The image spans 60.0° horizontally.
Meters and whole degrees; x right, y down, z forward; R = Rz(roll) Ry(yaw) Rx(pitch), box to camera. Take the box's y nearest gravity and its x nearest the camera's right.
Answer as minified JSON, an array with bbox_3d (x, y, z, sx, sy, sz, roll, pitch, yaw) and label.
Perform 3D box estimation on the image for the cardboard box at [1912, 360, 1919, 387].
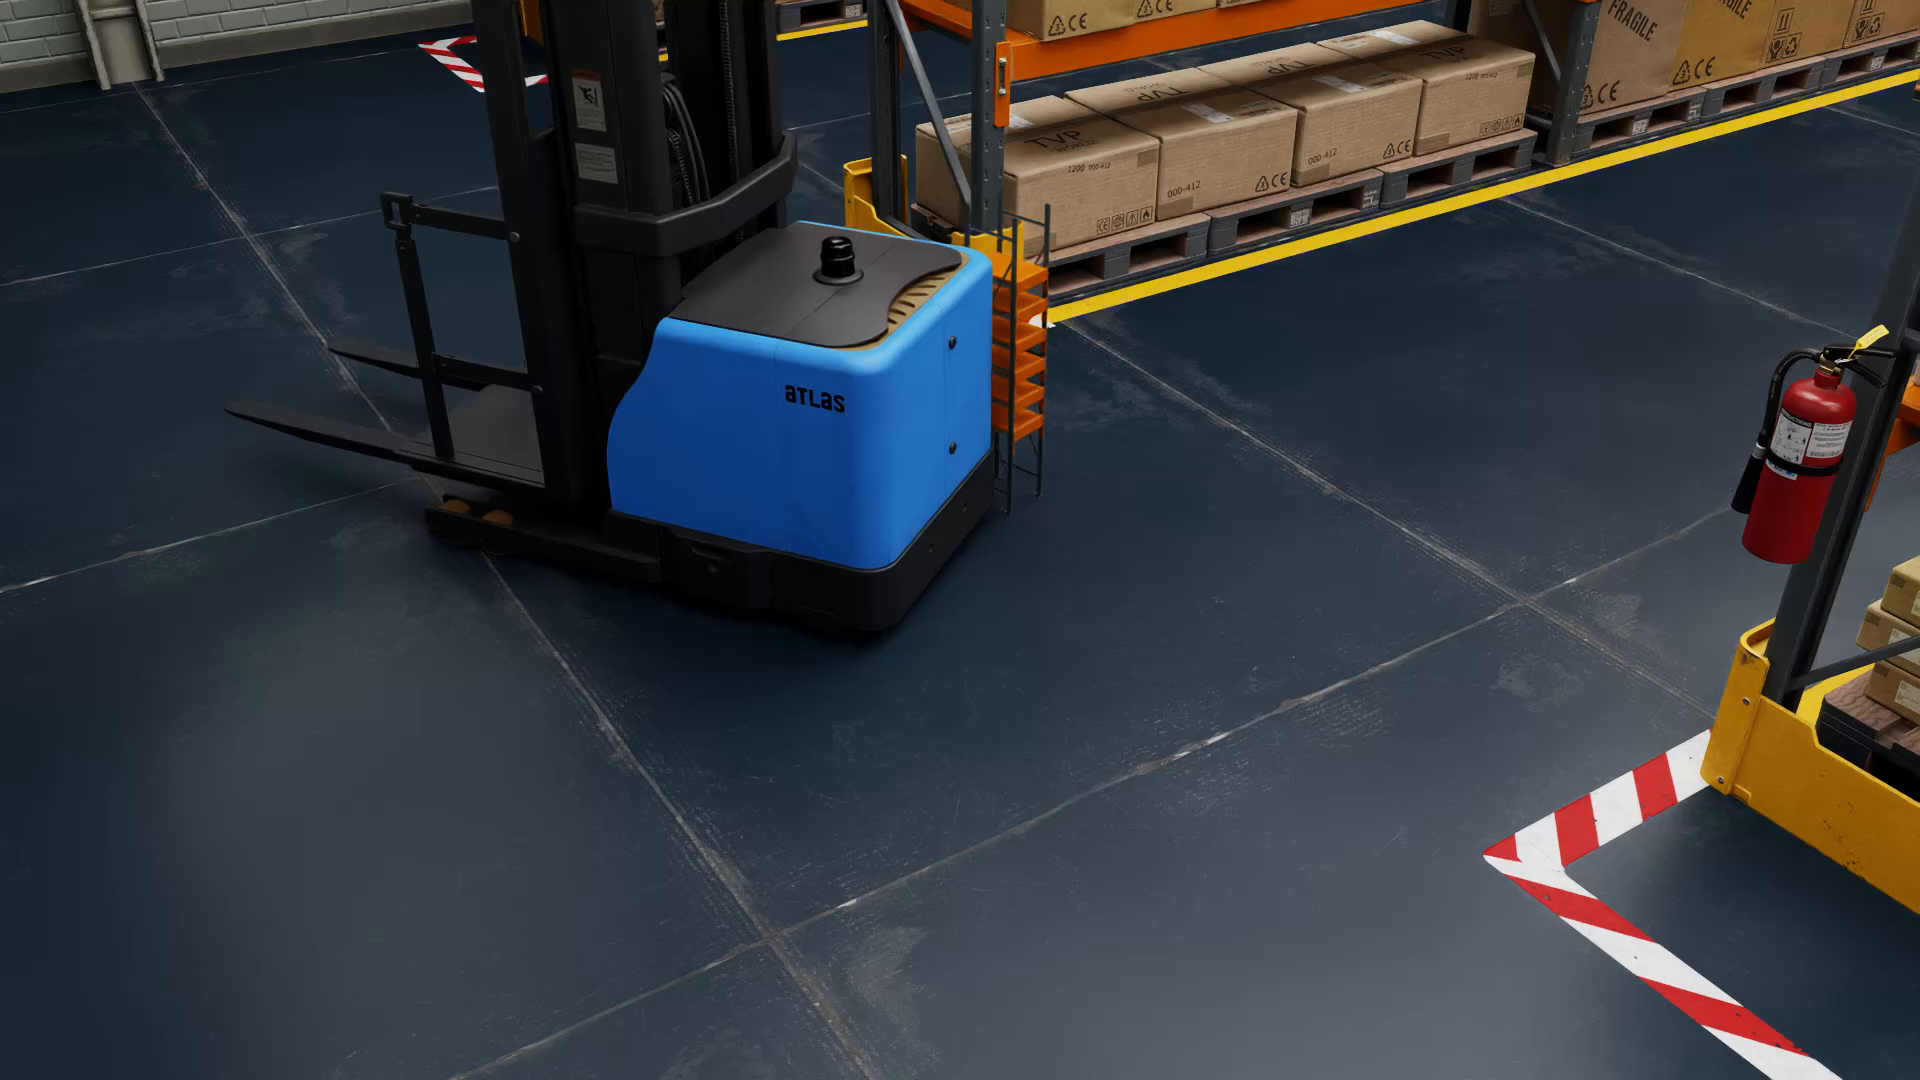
[{"bbox_3d":[2.766,-0.433,4.361,0.250,0.149,0.380,-19,37,-27],"label":"cardboard box"}]

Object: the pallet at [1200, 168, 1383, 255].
[{"bbox_3d":[1.532,-1.946,9.137,1.213,0.211,1.003,-19,37,-27],"label":"pallet"}]

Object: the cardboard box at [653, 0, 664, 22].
[{"bbox_3d":[-2.249,-3.990,11.710,0.637,0.503,0.797,-21,38,-29],"label":"cardboard box"}]

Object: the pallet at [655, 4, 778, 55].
[{"bbox_3d":[-2.081,-3.807,12.088,1.213,0.211,1.003,-19,37,-27],"label":"pallet"}]

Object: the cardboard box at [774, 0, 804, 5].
[{"bbox_3d":[-1.509,-4.218,12.075,0.500,0.500,0.700,-17,36,-25],"label":"cardboard box"}]

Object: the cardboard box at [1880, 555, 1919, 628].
[{"bbox_3d":[2.953,0.191,4.856,0.250,0.149,0.380,-19,37,-27],"label":"cardboard box"}]

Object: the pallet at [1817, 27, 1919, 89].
[{"bbox_3d":[5.899,-3.448,11.518,1.213,0.211,1.003,-19,37,-27],"label":"pallet"}]

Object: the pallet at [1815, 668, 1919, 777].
[{"bbox_3d":[3.411,0.620,5.069,1.213,0.211,1.003,-19,37,-27],"label":"pallet"}]

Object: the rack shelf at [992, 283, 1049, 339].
[{"bbox_3d":[0.168,-0.848,6.104,0.258,0.103,0.180,25,40,34],"label":"rack shelf"}]

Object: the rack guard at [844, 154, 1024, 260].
[{"bbox_3d":[-0.142,-1.445,8.072,0.348,0.500,1.175,-19,37,-27],"label":"rack guard"}]

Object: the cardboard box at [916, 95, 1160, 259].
[{"bbox_3d":[0.379,-1.839,8.361,0.875,0.438,0.875,-20,38,-29],"label":"cardboard box"}]

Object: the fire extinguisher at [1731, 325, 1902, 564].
[{"bbox_3d":[2.183,-0.262,4.276,0.183,0.674,0.296,-19,37,-27],"label":"fire extinguisher"}]

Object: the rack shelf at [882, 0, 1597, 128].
[{"bbox_3d":[1.559,-2.783,8.524,4.000,0.370,1.077,-19,37,-27],"label":"rack shelf"}]

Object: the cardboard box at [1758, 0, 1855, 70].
[{"bbox_3d":[5.225,-3.682,10.873,0.875,0.875,0.875,-19,37,-27],"label":"cardboard box"}]

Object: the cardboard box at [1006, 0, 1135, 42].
[{"bbox_3d":[0.437,-2.561,7.405,0.500,0.500,0.500,-19,37,-28],"label":"cardboard box"}]

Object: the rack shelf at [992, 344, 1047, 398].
[{"bbox_3d":[0.168,-0.645,6.232,0.258,0.103,0.180,25,40,34],"label":"rack shelf"}]

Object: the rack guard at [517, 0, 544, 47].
[{"bbox_3d":[-2.750,-3.698,11.644,0.348,0.500,1.175,-19,37,-27],"label":"rack guard"}]

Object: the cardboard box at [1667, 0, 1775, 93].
[{"bbox_3d":[4.473,-3.424,10.464,0.875,0.875,0.875,-18,36,-26],"label":"cardboard box"}]

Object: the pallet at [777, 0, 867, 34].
[{"bbox_3d":[-1.056,-4.158,12.643,1.213,0.211,1.003,-19,37,-27],"label":"pallet"}]

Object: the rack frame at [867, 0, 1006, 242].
[{"bbox_3d":[-0.122,-2.509,7.416,0.127,3.000,1.000,-19,37,-27],"label":"rack frame"}]

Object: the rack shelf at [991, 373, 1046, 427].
[{"bbox_3d":[0.168,-0.544,6.296,0.258,0.103,0.180,25,40,34],"label":"rack shelf"}]

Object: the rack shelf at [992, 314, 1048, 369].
[{"bbox_3d":[0.168,-0.747,6.168,0.258,0.103,0.180,25,40,34],"label":"rack shelf"}]

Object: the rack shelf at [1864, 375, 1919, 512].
[{"bbox_3d":[4.326,-0.592,5.052,4.000,0.370,1.077,-19,37,-27],"label":"rack shelf"}]

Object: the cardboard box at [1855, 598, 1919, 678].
[{"bbox_3d":[2.934,0.303,4.957,0.250,0.149,0.380,-20,37,-29],"label":"cardboard box"}]

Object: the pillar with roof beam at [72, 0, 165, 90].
[{"bbox_3d":[-3.236,-4.965,5.687,0.400,9.000,9.100,-19,37,-27],"label":"pillar with roof beam"}]

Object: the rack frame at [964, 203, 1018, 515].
[{"bbox_3d":[0.108,-0.646,6.150,0.240,1.200,0.006,25,40,34],"label":"rack frame"}]

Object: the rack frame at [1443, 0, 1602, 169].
[{"bbox_3d":[3.240,-3.665,9.249,0.127,3.000,1.000,-19,37,-27],"label":"rack frame"}]

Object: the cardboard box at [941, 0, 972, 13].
[{"bbox_3d":[0.140,-2.809,7.798,0.500,0.500,0.500,-19,37,-27],"label":"cardboard box"}]

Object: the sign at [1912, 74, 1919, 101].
[{"bbox_3d":[2.361,-1.196,3.954,0.005,0.325,0.100,-19,37,-27],"label":"sign"}]

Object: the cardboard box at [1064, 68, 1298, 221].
[{"bbox_3d":[1.143,-2.107,8.786,0.875,0.438,0.875,-18,36,-26],"label":"cardboard box"}]

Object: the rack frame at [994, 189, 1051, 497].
[{"bbox_3d":[0.228,-0.720,6.266,0.240,1.200,0.006,25,40,34],"label":"rack frame"}]

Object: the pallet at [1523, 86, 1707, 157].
[{"bbox_3d":[3.848,-2.743,10.400,1.213,0.211,1.003,-19,37,-27],"label":"pallet"}]

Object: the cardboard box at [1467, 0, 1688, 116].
[{"bbox_3d":[3.718,-3.159,10.045,0.875,0.875,0.875,-18,36,-26],"label":"cardboard box"}]

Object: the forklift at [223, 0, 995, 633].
[{"bbox_3d":[-1.436,-1.426,5.764,3.031,2.935,1.130,13,34,19],"label":"forklift"}]

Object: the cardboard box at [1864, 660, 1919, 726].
[{"bbox_3d":[2.975,0.464,4.981,0.250,0.149,0.380,-18,37,-26],"label":"cardboard box"}]

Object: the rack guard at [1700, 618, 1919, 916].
[{"bbox_3d":[2.709,0.717,4.645,0.348,0.500,1.175,-19,37,-27],"label":"rack guard"}]

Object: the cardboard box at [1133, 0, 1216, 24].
[{"bbox_3d":[0.847,-2.720,7.657,0.500,0.500,0.500,-20,37,-28],"label":"cardboard box"}]

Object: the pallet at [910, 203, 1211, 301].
[{"bbox_3d":[0.508,-1.596,8.582,1.213,0.211,1.003,-19,37,-27],"label":"pallet"}]

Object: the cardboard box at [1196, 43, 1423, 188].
[{"bbox_3d":[1.902,-2.367,9.198,0.875,0.438,0.875,-20,37,-29],"label":"cardboard box"}]

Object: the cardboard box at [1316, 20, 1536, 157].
[{"bbox_3d":[2.654,-2.626,9.609,0.875,0.438,0.875,-20,37,-28],"label":"cardboard box"}]

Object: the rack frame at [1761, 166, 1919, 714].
[{"bbox_3d":[2.645,-0.318,3.943,0.127,3.000,1.000,-19,37,-27],"label":"rack frame"}]

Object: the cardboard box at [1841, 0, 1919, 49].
[{"bbox_3d":[5.977,-3.938,11.279,0.875,0.875,0.875,-19,37,-28],"label":"cardboard box"}]

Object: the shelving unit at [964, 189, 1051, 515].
[{"bbox_3d":[0.168,-0.683,6.208,0.258,1.200,0.189,25,40,34],"label":"shelving unit"}]

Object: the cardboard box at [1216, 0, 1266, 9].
[{"bbox_3d":[1.285,-2.859,7.877,0.500,0.500,0.500,-19,37,-28],"label":"cardboard box"}]

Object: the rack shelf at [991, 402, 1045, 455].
[{"bbox_3d":[0.168,-0.443,6.360,0.258,0.103,0.180,25,40,34],"label":"rack shelf"}]

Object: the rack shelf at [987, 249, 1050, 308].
[{"bbox_3d":[0.168,-0.950,6.040,0.258,0.103,0.180,25,40,34],"label":"rack shelf"}]

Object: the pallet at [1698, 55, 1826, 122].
[{"bbox_3d":[4.874,-3.097,10.962,1.213,0.211,1.003,-19,37,-27],"label":"pallet"}]

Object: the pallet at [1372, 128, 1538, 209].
[{"bbox_3d":[2.559,-2.301,9.700,1.213,0.211,1.003,-19,37,-27],"label":"pallet"}]
